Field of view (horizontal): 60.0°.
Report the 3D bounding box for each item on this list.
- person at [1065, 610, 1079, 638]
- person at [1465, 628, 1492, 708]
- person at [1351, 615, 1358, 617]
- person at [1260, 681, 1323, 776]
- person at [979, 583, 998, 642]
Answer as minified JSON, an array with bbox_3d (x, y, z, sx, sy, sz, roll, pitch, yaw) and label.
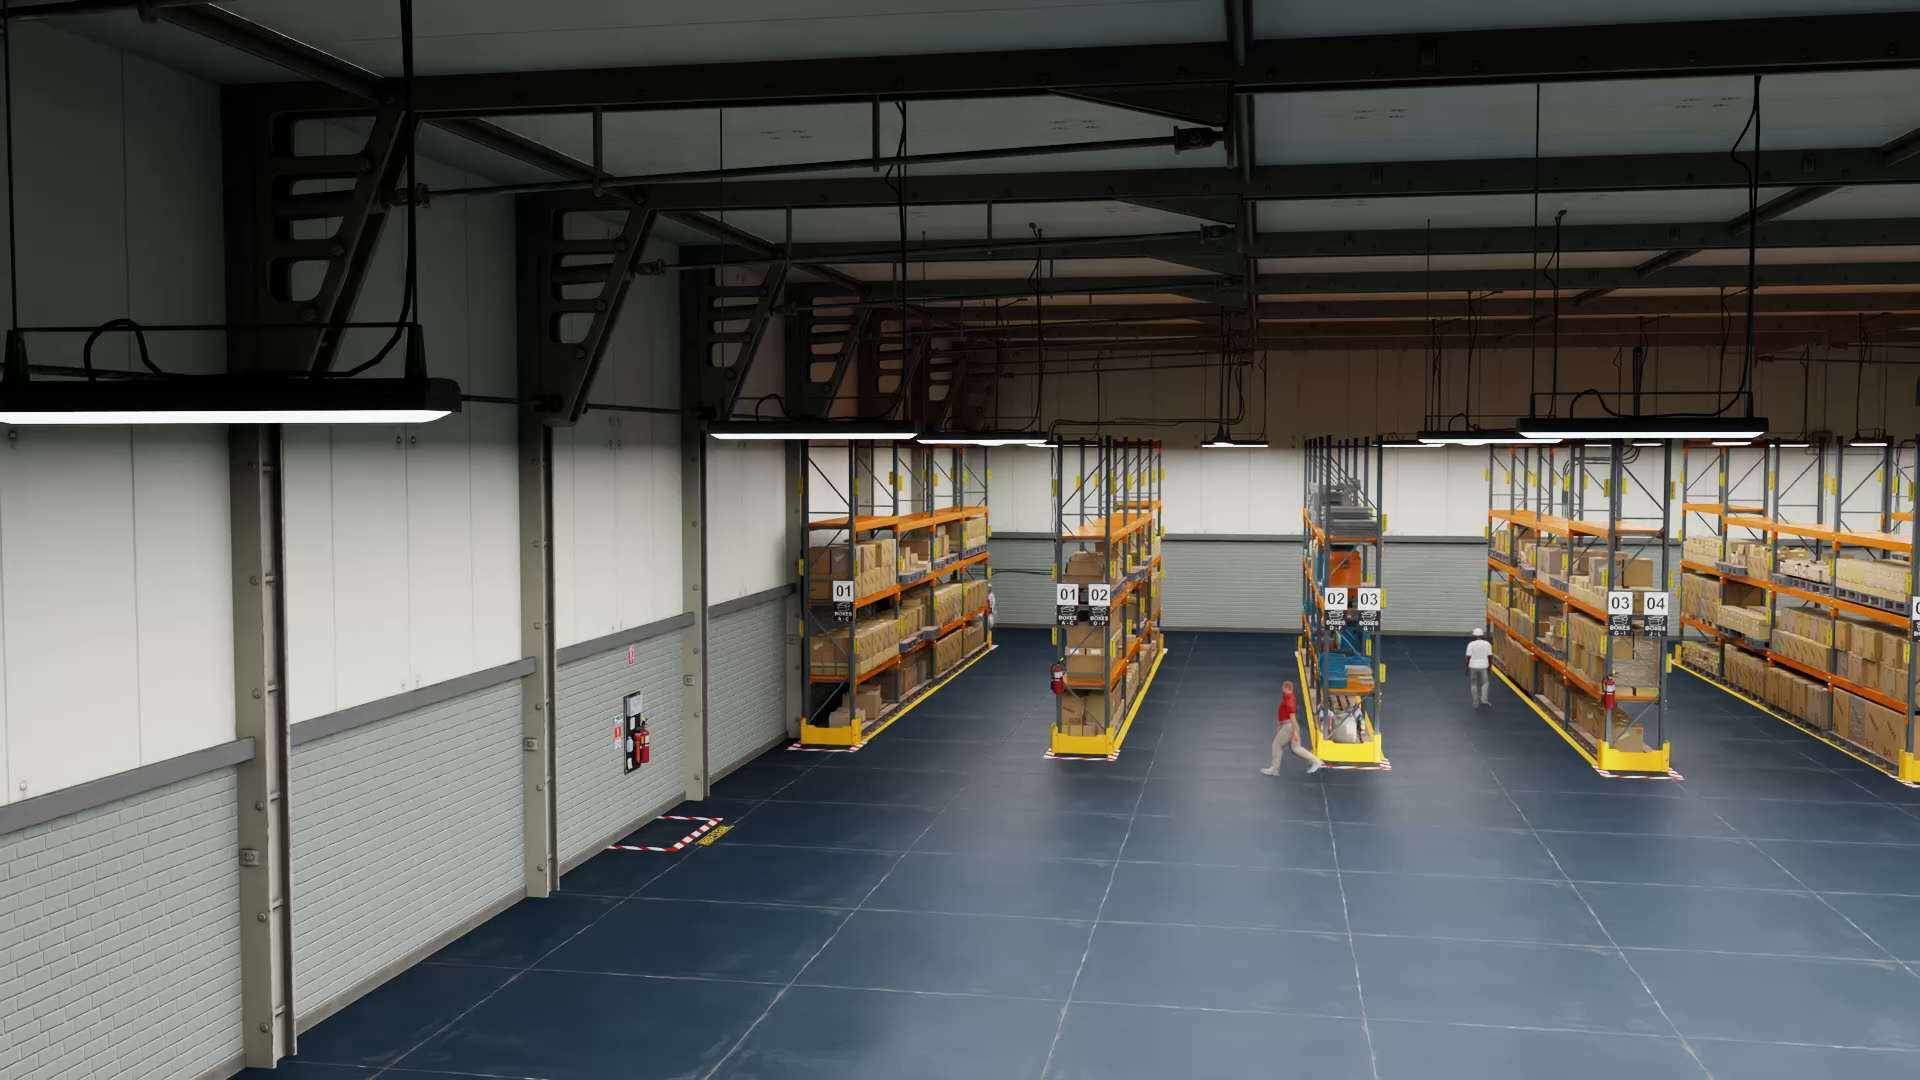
[{"bbox_3d":[3.159,2.368,46.492,0.711,1.694,0.714,1,3,19],"label":"person"},{"bbox_3d":[11.523,2.849,36.949,0.571,1.765,0.535,1,3,12],"label":"person"},{"bbox_3d":[11.793,2.205,49.560,0.524,1.679,1.051,-2,4,-38],"label":"person"},{"bbox_3d":[5.827,3.302,29.185,1.064,1.665,0.619,1,3,16],"label":"person"},{"bbox_3d":[0.849,2.168,49.107,0.454,1.794,0.554,2,3,26],"label":"person"}]
